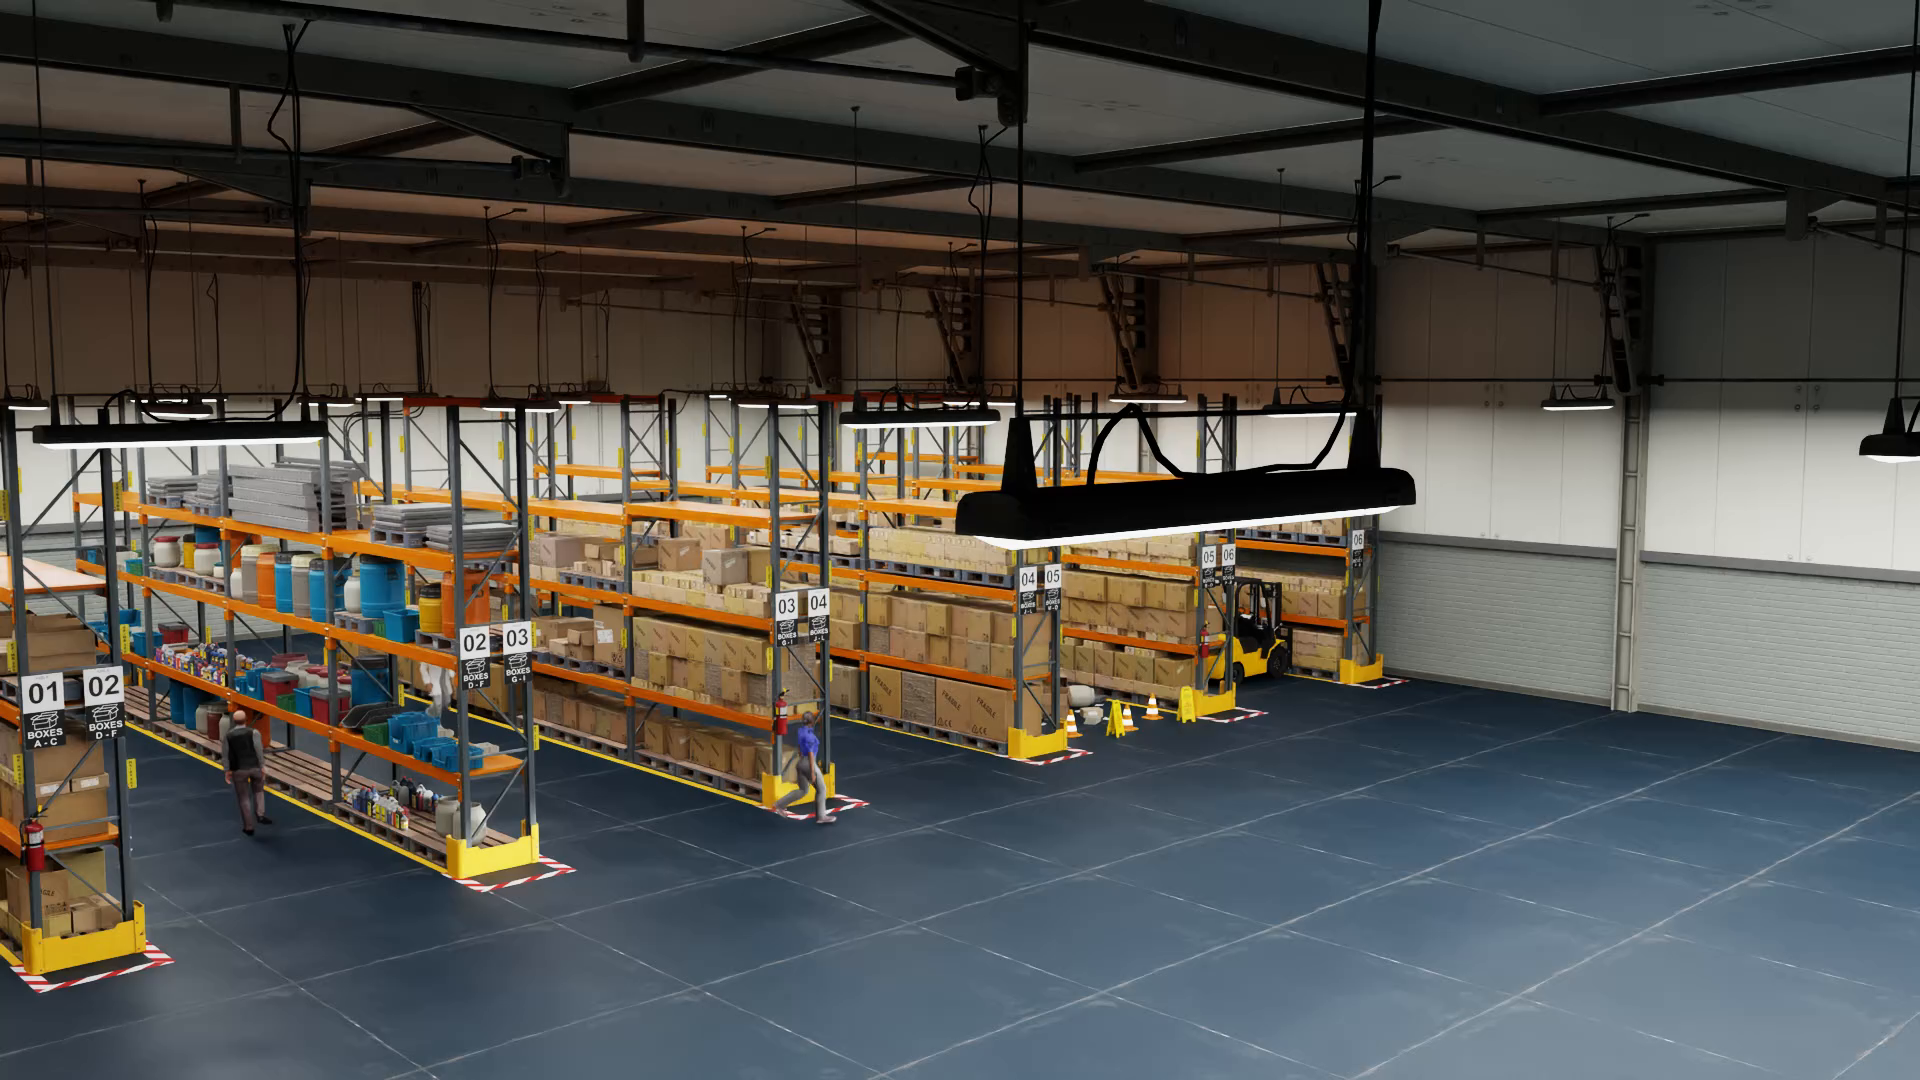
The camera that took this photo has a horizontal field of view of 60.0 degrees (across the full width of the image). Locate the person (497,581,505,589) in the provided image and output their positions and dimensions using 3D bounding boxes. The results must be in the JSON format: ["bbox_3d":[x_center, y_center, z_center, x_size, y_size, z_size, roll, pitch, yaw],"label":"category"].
[{"bbox_3d":[-10.522,1.745,38.309,0.572,1.732,1.060,-3,7,-32],"label":"person"}]

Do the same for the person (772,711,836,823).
[{"bbox_3d":[-2.206,3.227,23.687,0.835,1.610,0.526,-2,6,-22],"label":"person"}]

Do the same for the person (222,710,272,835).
[{"bbox_3d":[-9.945,3.232,23.176,0.571,1.710,0.481,-4,7,-34],"label":"person"}]

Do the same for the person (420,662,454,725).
[{"bbox_3d":[-9.513,2.570,30.056,0.663,1.749,0.681,4,7,37],"label":"person"}]
